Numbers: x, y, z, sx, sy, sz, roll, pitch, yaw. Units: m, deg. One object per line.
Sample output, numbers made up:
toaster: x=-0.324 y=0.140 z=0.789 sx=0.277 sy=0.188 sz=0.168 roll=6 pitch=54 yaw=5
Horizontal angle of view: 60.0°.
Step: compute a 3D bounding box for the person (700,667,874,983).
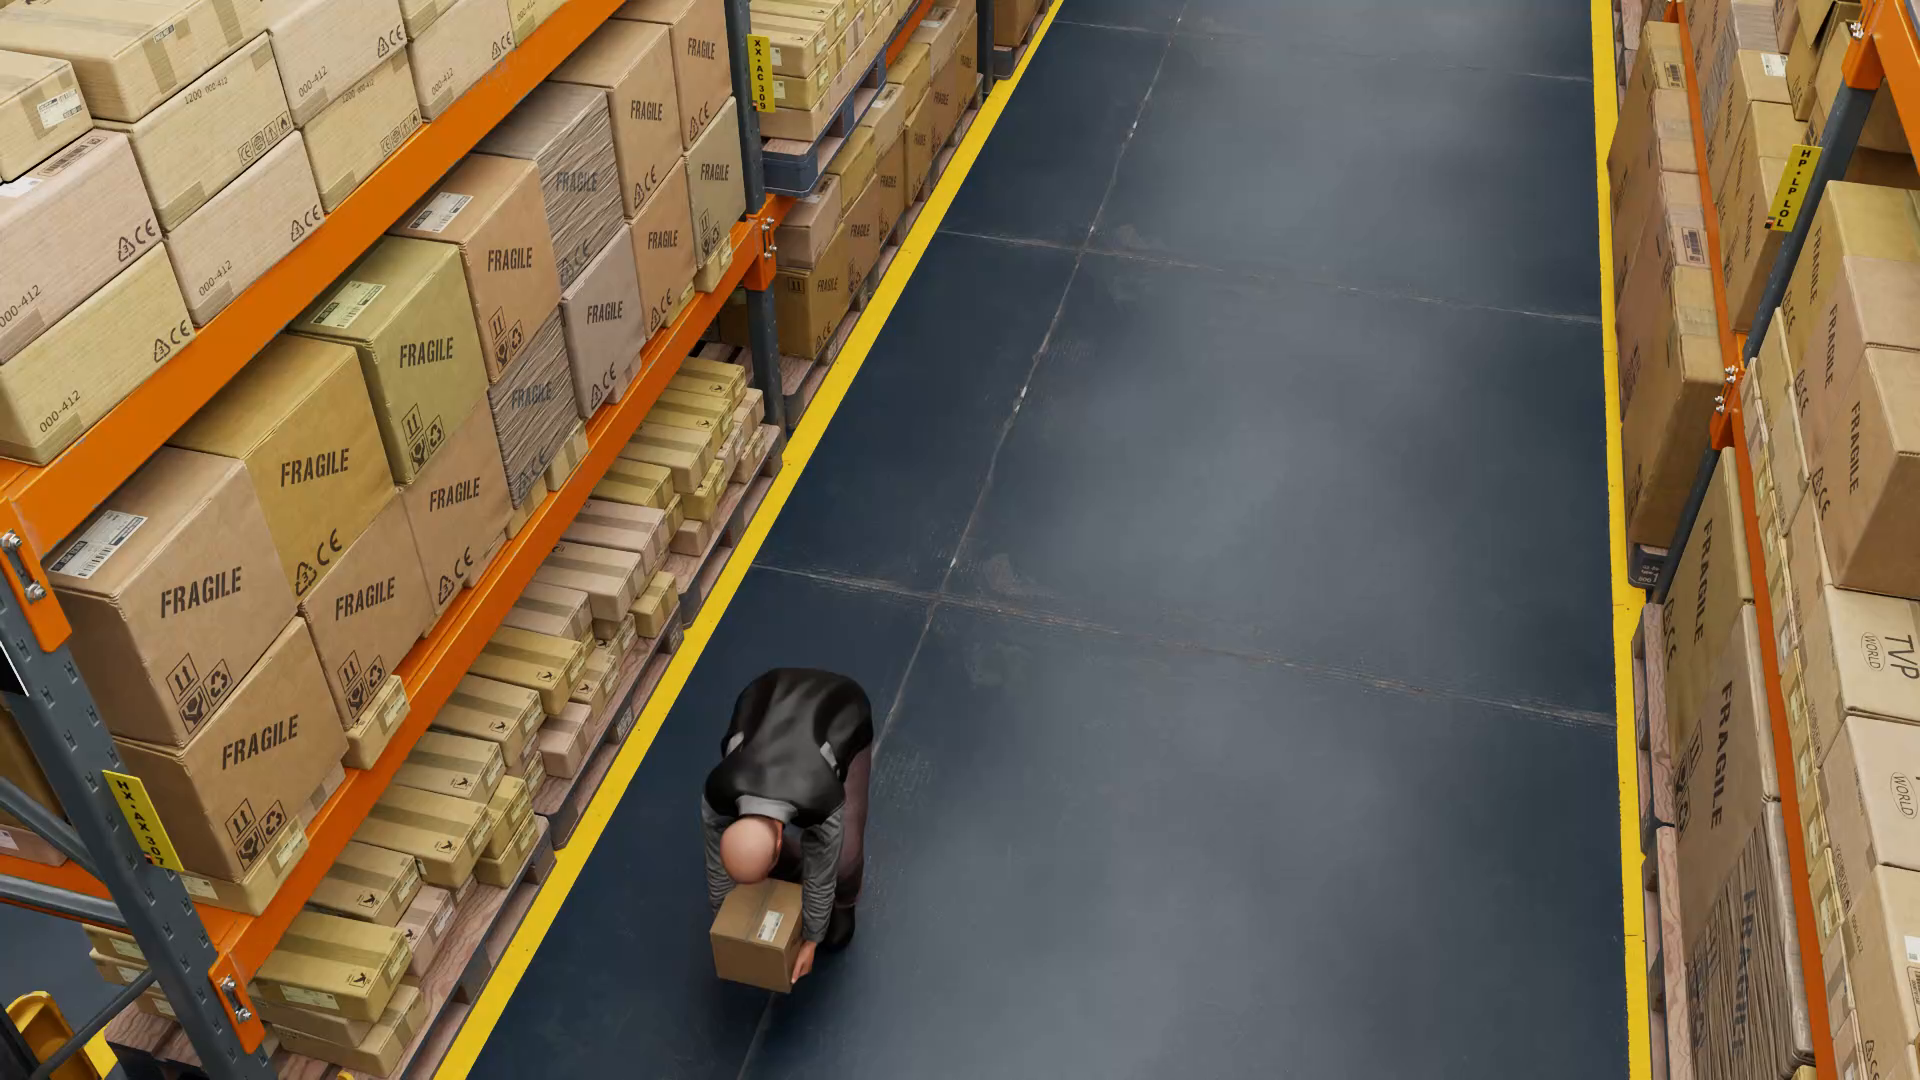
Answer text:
person: x=-0.568 y=1.005 z=5.514 sx=0.490 sy=1.064 sz=0.949 roll=8 pitch=41 yaw=9
